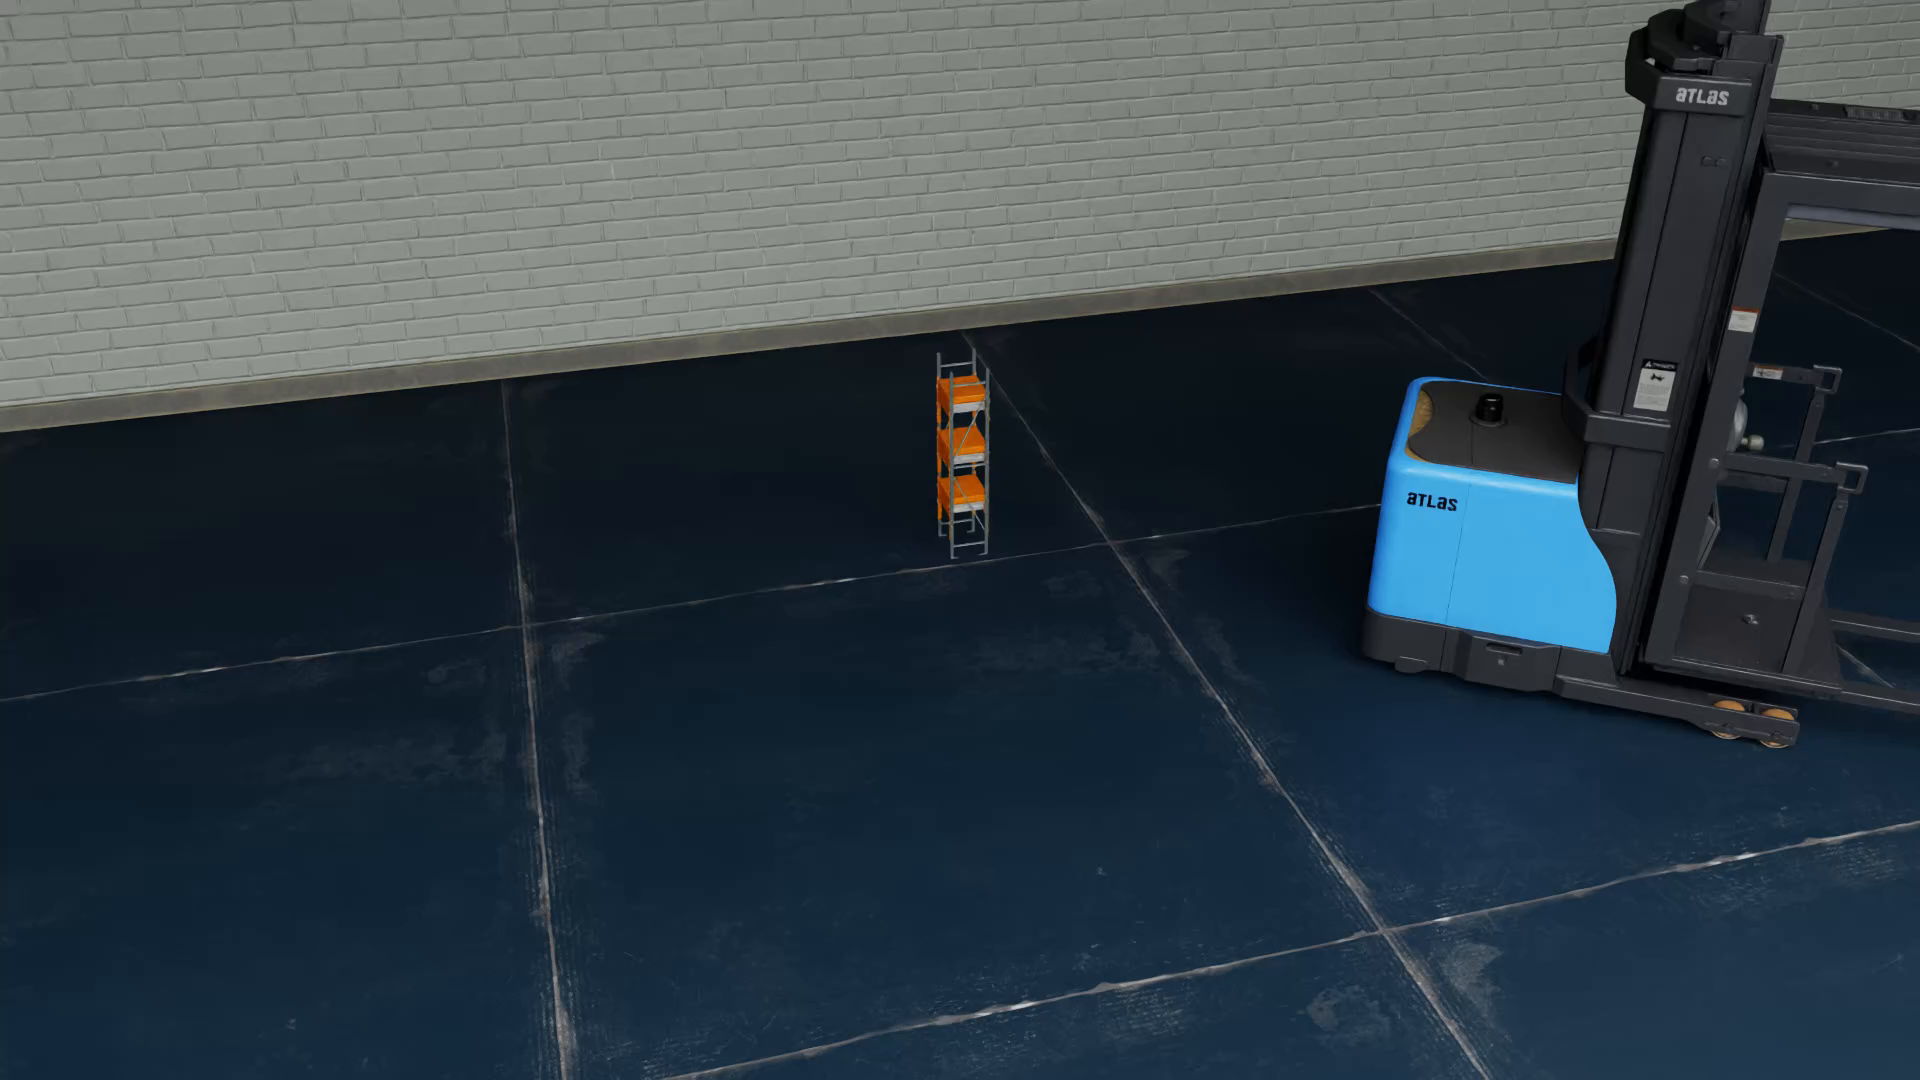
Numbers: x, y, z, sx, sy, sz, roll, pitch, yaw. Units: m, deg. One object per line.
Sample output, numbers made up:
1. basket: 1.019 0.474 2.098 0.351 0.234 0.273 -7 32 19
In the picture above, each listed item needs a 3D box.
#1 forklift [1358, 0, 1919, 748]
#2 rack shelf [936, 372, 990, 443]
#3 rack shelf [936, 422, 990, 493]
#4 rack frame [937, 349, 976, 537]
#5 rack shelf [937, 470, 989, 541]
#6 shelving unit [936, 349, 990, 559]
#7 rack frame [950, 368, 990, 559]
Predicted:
1. forklift: 3.428 -0.669 6.980 3.031 2.935 1.130 10 32 17
2. rack shelf: 0.014 -0.665 8.306 0.215 0.259 0.240 -8 31 -13
3. rack shelf: 0.014 -0.419 8.448 0.215 0.259 0.240 -8 31 -13
4. rack frame: -0.018 -0.487 8.544 0.200 1.050 0.008 -8 31 -13
5. rack shelf: 0.014 -0.179 8.587 0.215 0.259 0.240 -8 31 -13
6. shelving unit: 0.014 -0.429 8.442 0.215 1.050 0.252 -8 31 -13
7. rack frame: 0.047 -0.370 8.341 0.200 1.050 0.008 -8 31 -13
